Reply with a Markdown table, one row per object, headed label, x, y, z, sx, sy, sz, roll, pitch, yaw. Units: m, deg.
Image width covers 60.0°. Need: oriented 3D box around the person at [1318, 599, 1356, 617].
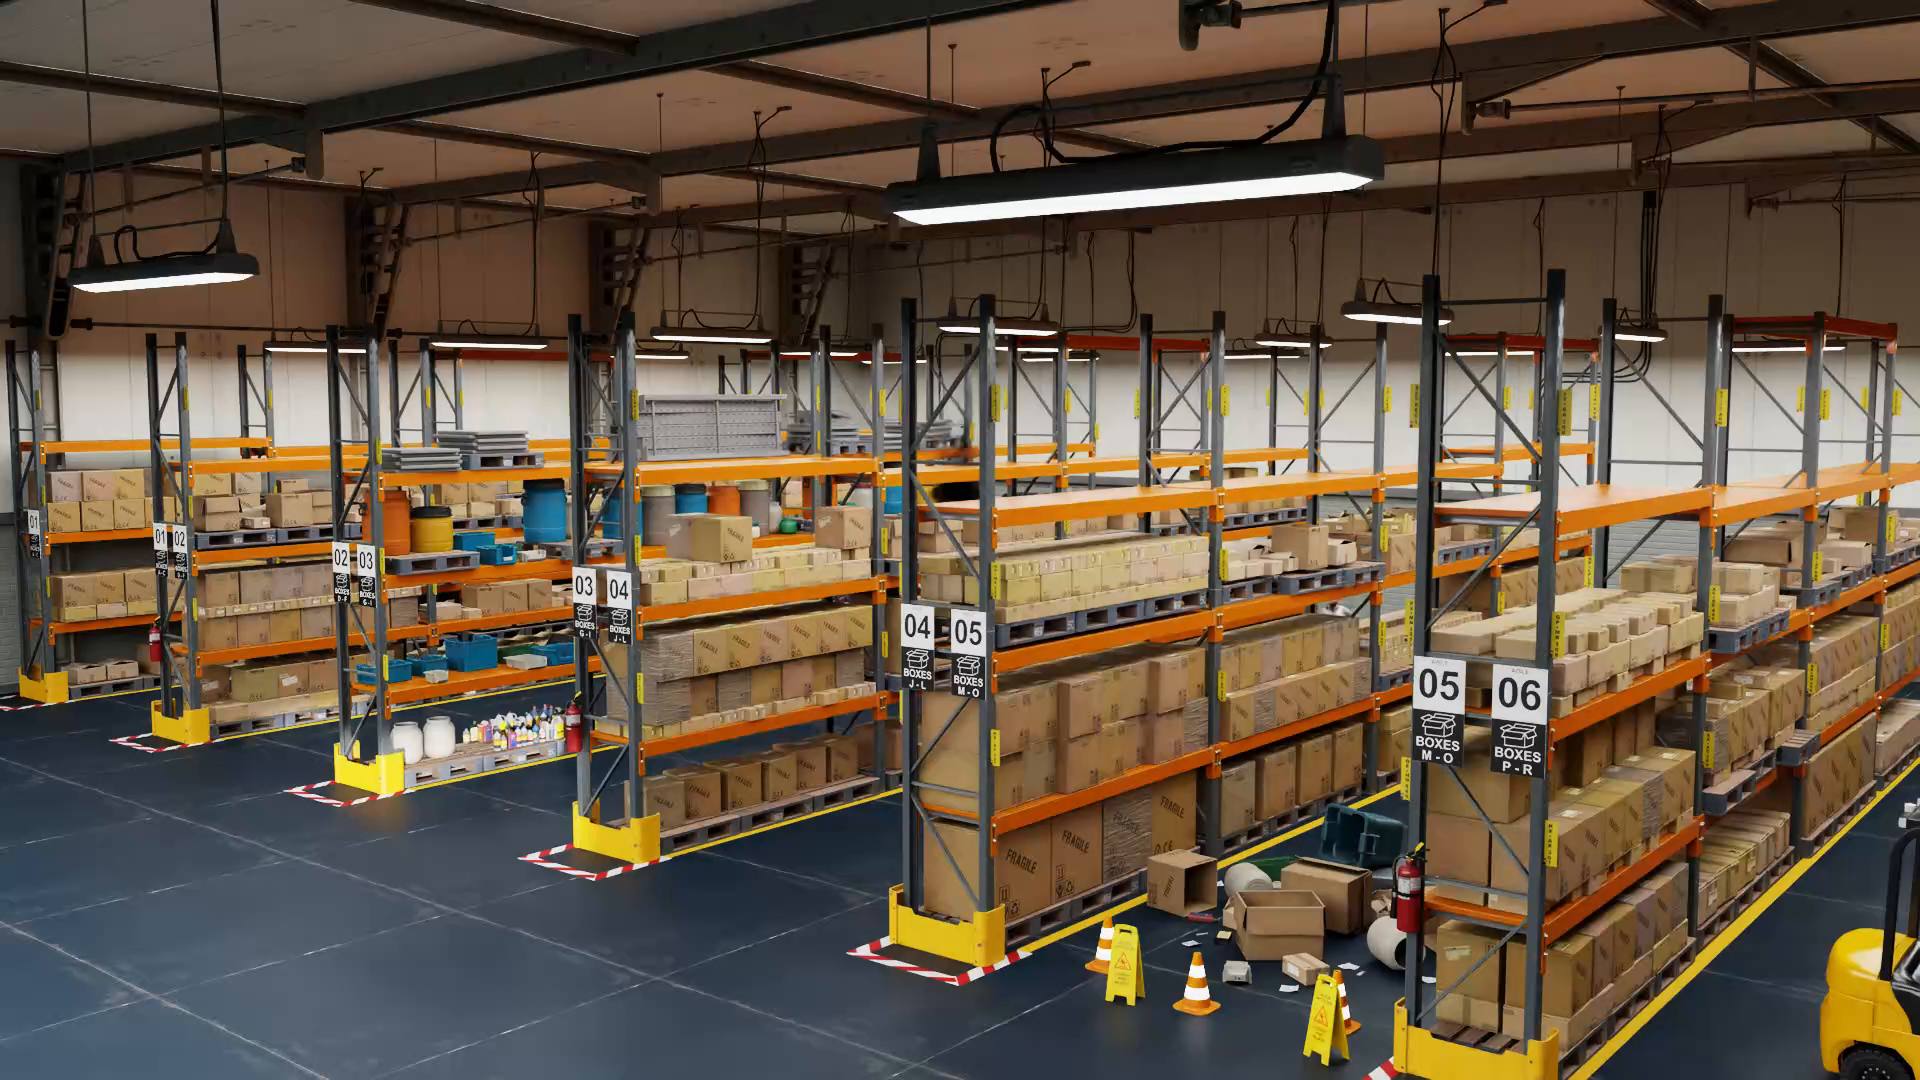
| label | x | y | z | sx | sy | sz | roll | pitch | yaw |
| --- | --- | --- | --- | --- | --- | --- | --- | --- | --- |
| person | 6.390 | 1.742 | 28.421 | 0.678 | 1.819 | 0.652 | 4 | 6 | 35 |
